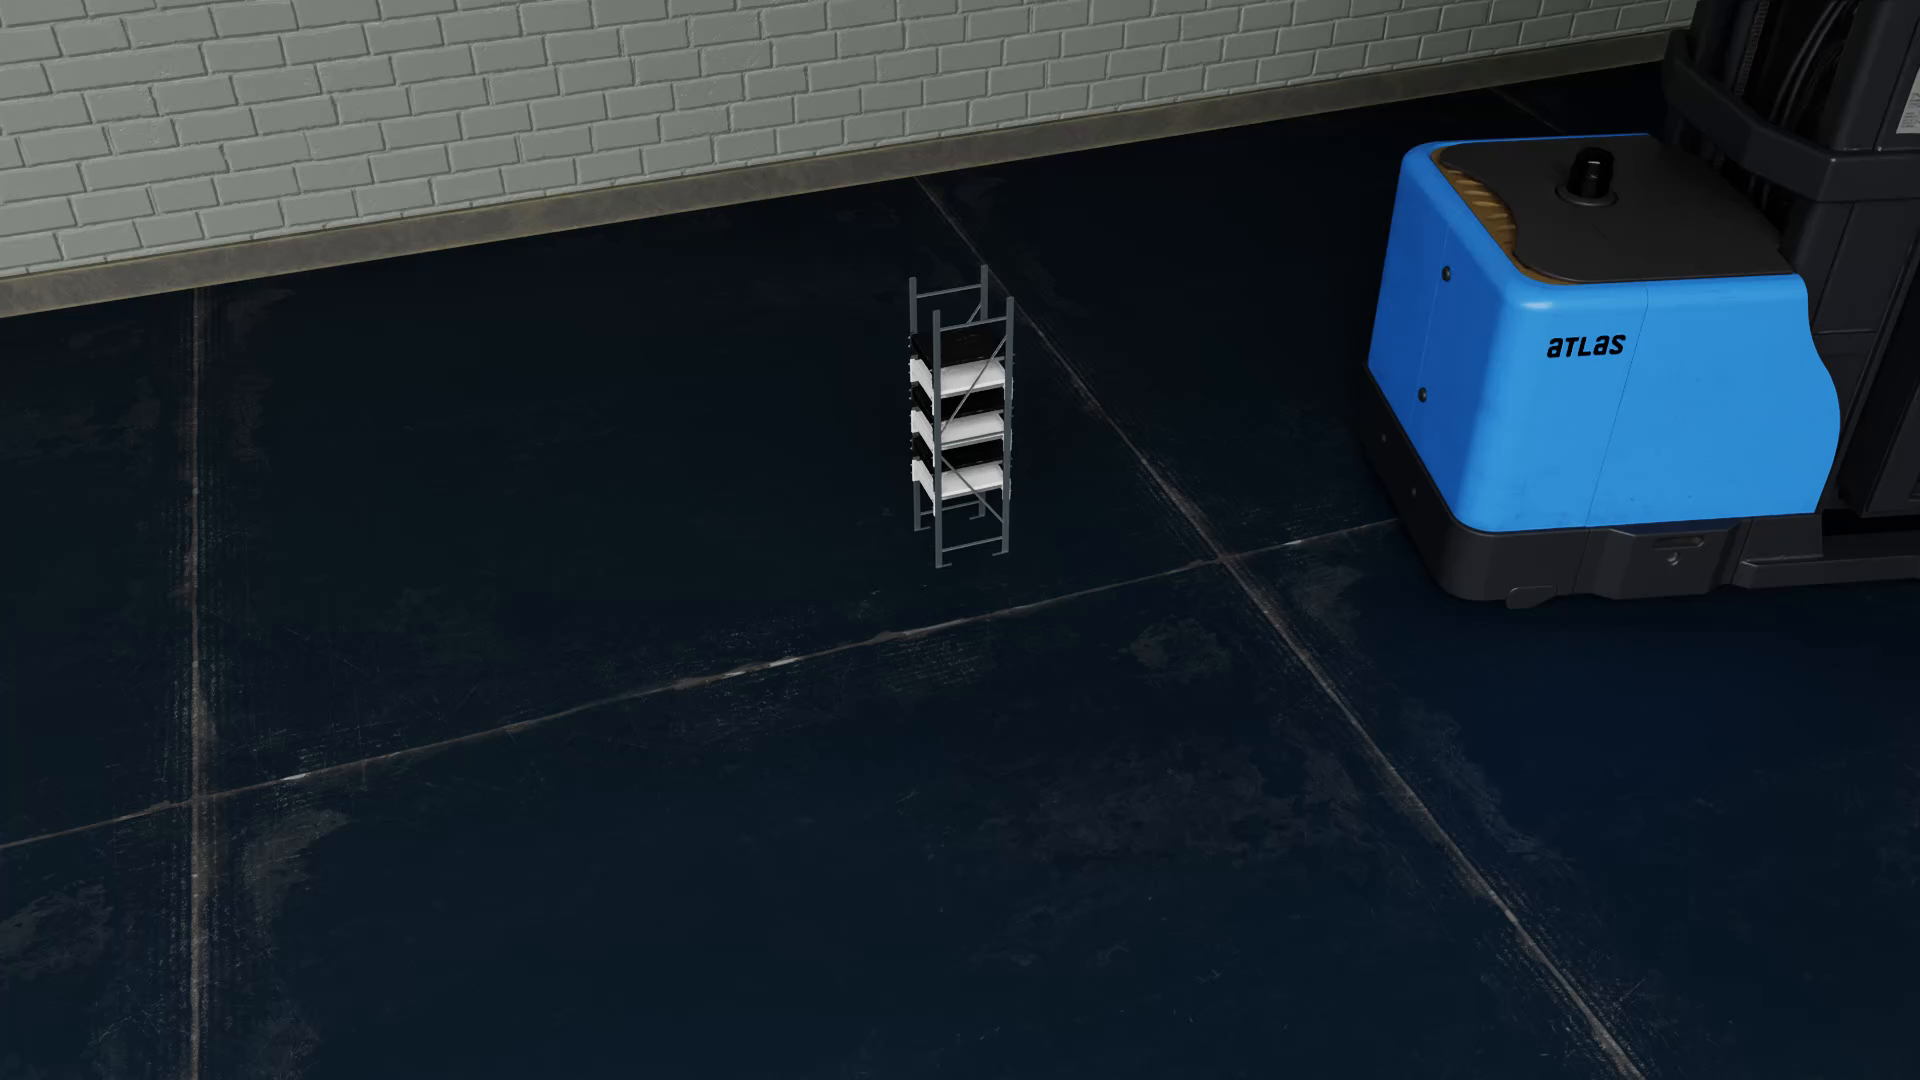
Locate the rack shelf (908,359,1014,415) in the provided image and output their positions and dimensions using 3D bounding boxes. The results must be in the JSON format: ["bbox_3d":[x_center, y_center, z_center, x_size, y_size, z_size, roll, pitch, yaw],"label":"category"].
[{"bbox_3d":[0.003,-0.472,4.885,0.258,0.077,0.200,-12,39,-16],"label":"rack shelf"}]

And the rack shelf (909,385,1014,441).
[{"bbox_3d":[0.003,-0.400,4.939,0.258,0.077,0.200,-12,39,-16],"label":"rack shelf"}]

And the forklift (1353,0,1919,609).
[{"bbox_3d":[2.884,-1.335,4.587,3.031,2.935,1.130,-4,37,-5],"label":"forklift"}]

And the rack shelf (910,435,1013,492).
[{"bbox_3d":[0.003,-0.256,5.047,0.258,0.077,0.200,-12,39,-16],"label":"rack shelf"}]

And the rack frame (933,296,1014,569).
[{"bbox_3d":[0.038,-0.297,4.897,0.240,0.900,0.006,-12,39,-16],"label":"rack frame"}]

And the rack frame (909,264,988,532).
[{"bbox_3d":[-0.032,-0.412,5.049,0.240,0.900,0.006,-12,39,-16],"label":"rack frame"}]

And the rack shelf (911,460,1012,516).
[{"bbox_3d":[0.003,-0.184,5.102,0.258,0.077,0.200,-12,39,-16],"label":"rack shelf"}]

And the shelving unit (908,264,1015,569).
[{"bbox_3d":[0.003,-0.355,4.973,0.258,0.900,0.210,-12,39,-16],"label":"shelving unit"}]

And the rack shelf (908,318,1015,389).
[{"bbox_3d":[0.003,-0.544,4.831,0.258,0.077,0.200,-12,39,-16],"label":"rack shelf"}]

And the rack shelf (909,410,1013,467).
[{"bbox_3d":[0.003,-0.328,4.993,0.258,0.077,0.200,-12,39,-16],"label":"rack shelf"}]
